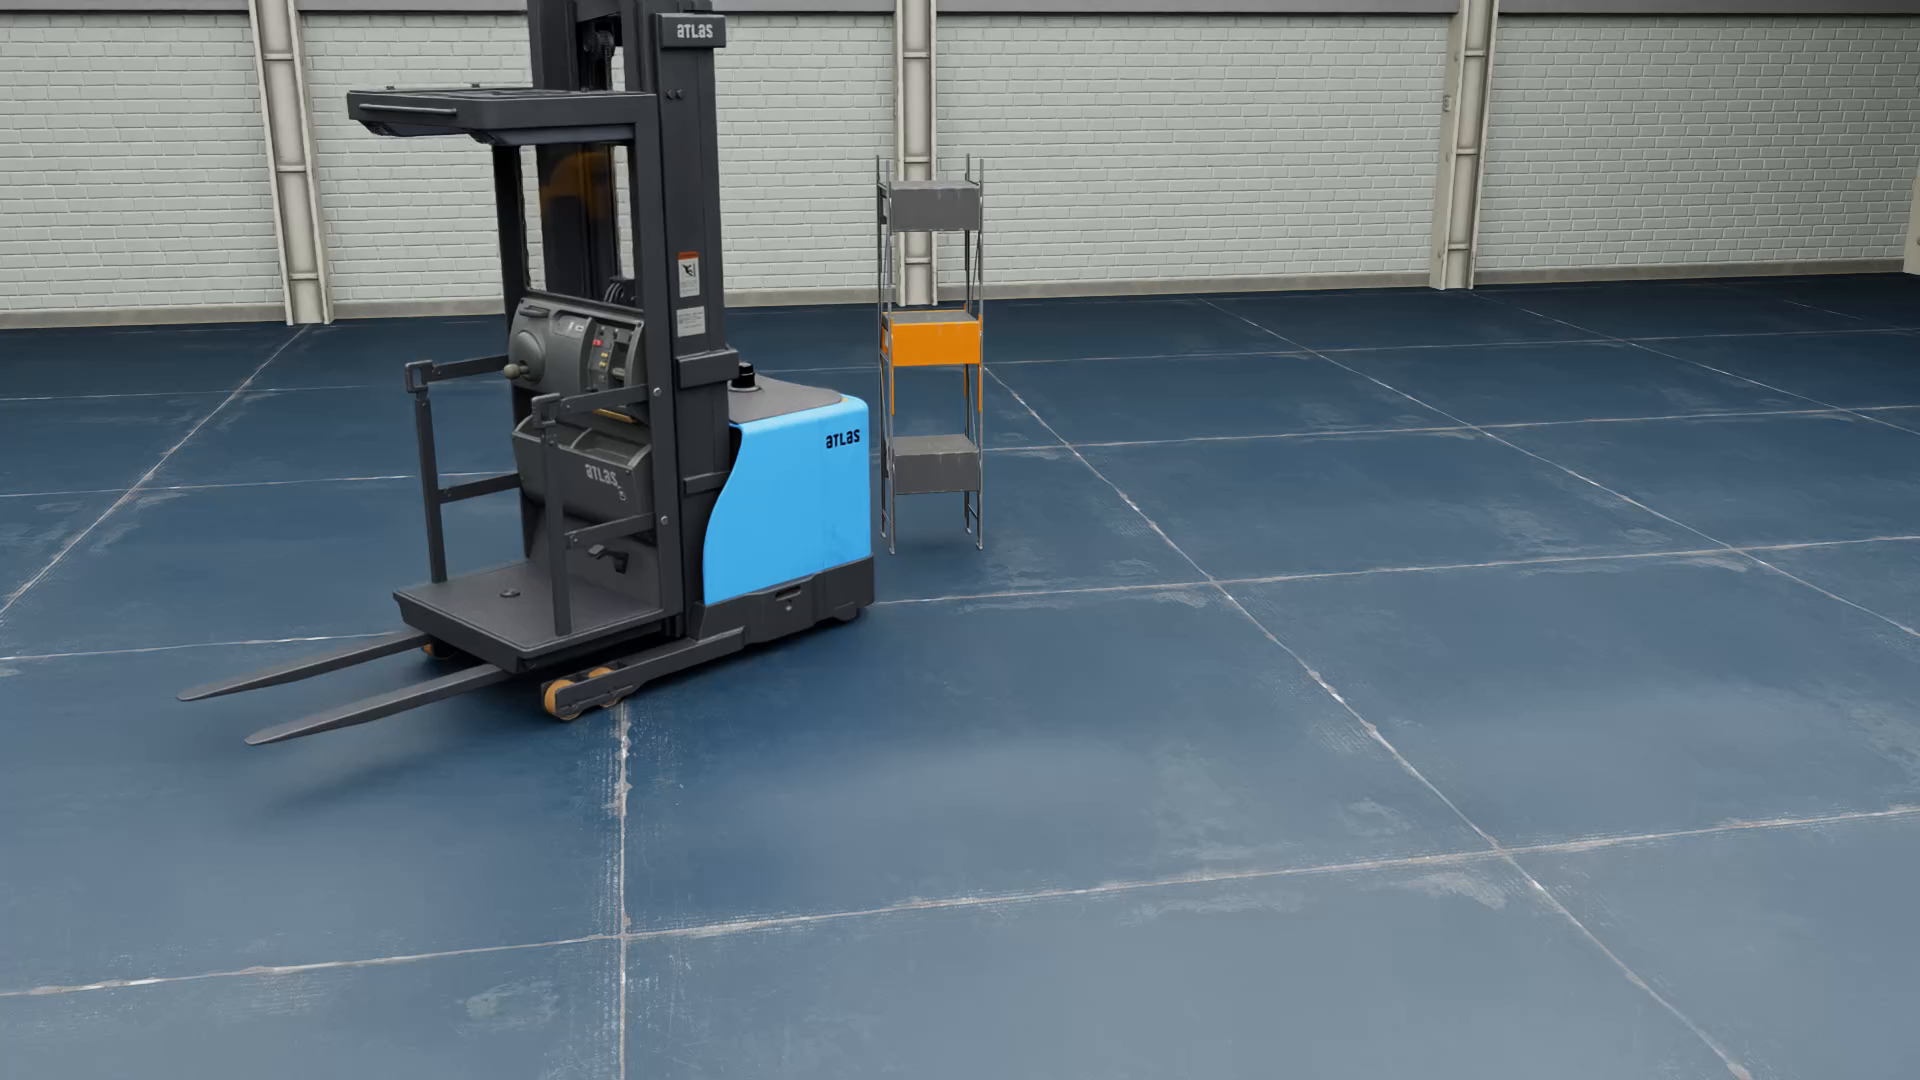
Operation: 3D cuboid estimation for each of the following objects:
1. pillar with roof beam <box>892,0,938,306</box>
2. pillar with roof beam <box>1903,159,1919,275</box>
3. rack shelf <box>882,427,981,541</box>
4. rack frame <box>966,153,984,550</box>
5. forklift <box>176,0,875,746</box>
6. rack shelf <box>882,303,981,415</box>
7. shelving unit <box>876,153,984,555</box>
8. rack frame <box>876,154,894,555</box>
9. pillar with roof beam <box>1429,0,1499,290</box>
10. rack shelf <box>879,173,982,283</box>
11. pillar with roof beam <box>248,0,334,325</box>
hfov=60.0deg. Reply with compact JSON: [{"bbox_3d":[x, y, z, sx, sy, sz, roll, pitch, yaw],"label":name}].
[{"bbox_3d":[0.362,-5.529,11.987,0.400,9.000,9.100,-3,17,-10],"label":"pillar with roof beam"},{"bbox_3d":[12.144,-6.197,14.163,0.400,9.000,9.100,-3,17,-10],"label":"pillar with roof beam"},{"bbox_3d":[-0.163,-0.312,9.183,0.480,0.518,0.431,-3,17,-10],"label":"rack shelf"},{"bbox_3d":[0.077,-1.008,9.018,0.015,2.100,0.400,-3,17,-10],"label":"rack frame"},{"bbox_3d":[-1.799,-0.824,7.004,1.130,2.935,3.031,16,23,41],"label":"forklift"},{"bbox_3d":[-0.163,-0.981,8.978,0.480,0.518,0.431,-3,17,-10],"label":"rack shelf"},{"bbox_3d":[-0.163,-0.995,8.973,0.503,2.100,0.431,-3,17,-10],"label":"shelving unit"},{"bbox_3d":[-0.402,-0.981,8.929,0.015,2.100,0.400,-3,17,-10],"label":"rack frame"},{"bbox_3d":[6.253,-5.863,13.075,0.400,9.000,9.100,-3,17,-10],"label":"pillar with roof beam"},{"bbox_3d":[-0.163,-1.651,8.772,0.480,0.518,0.431,-3,17,-10],"label":"rack shelf"},{"bbox_3d":[-5.529,-5.195,10.899,0.400,9.000,9.100,-3,17,-10],"label":"pillar with roof beam"}]
